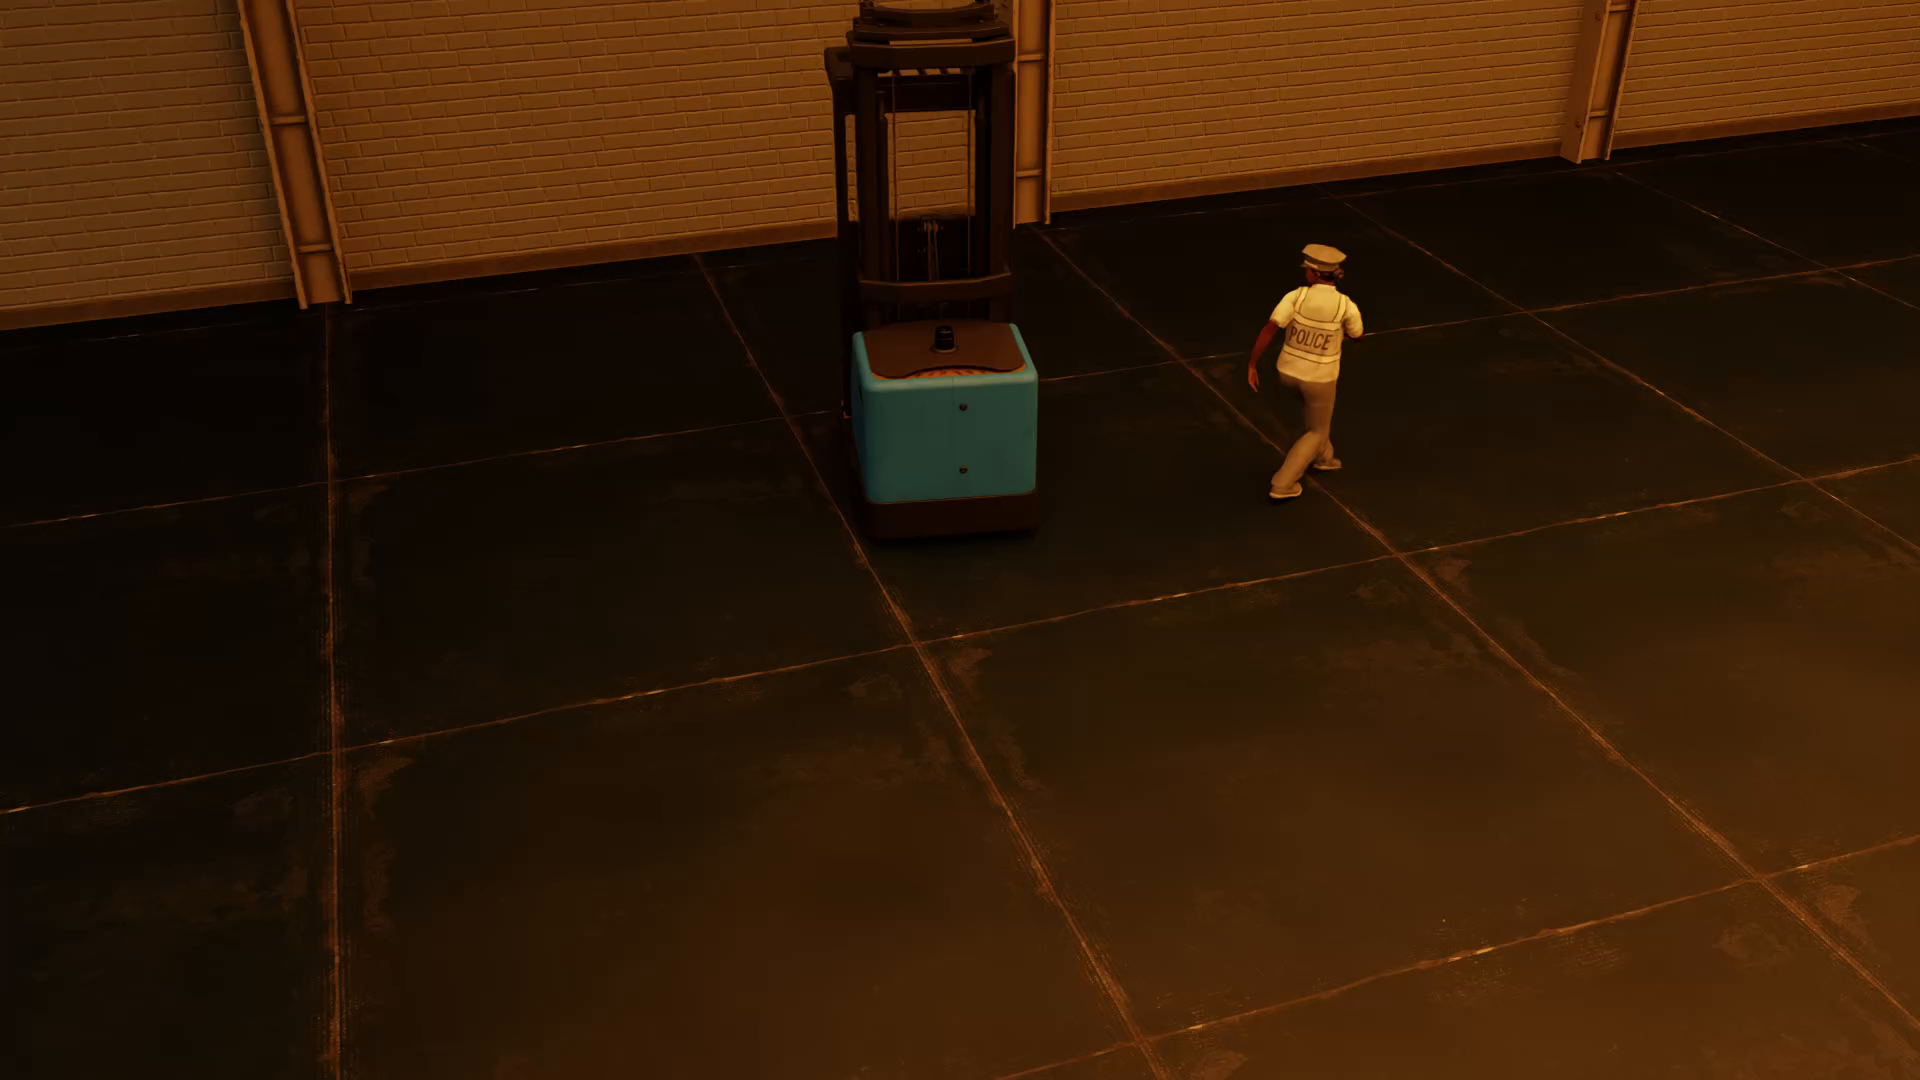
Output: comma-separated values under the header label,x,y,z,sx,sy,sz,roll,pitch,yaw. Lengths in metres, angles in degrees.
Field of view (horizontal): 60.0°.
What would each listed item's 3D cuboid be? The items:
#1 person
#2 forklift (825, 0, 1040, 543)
label,x,y,z,sx,sy,sz,roll,pitch,yaw
person,2.230,-1.033,10.284,0.890,1.599,0.470,-25,38,-37
forklift,-0.241,-1.965,10.502,1.130,2.935,3.031,-4,30,-7
